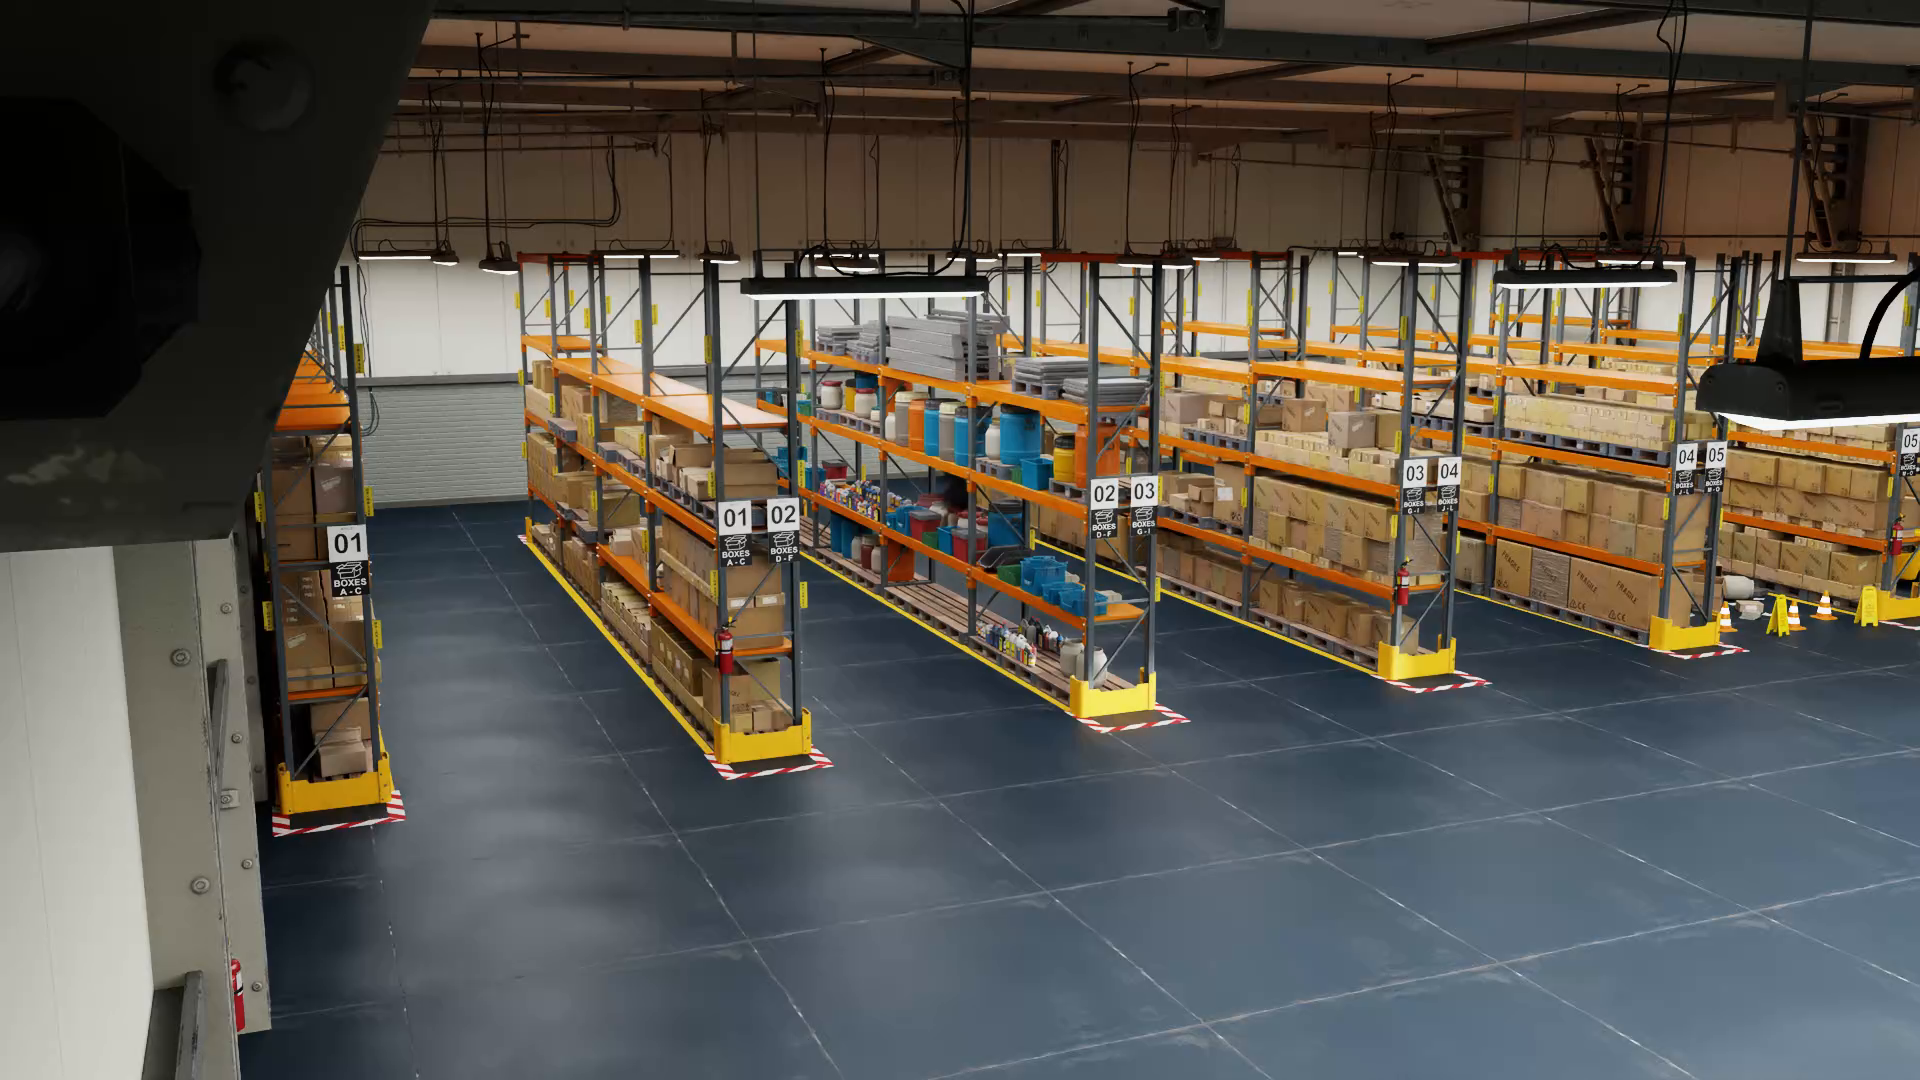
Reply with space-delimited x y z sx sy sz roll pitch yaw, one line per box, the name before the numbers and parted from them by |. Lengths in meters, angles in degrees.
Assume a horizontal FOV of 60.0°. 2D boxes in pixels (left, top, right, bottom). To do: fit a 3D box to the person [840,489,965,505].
person | -0.705 -0.994 35.804 3.850 1.687 8.471 -1 10 -5
